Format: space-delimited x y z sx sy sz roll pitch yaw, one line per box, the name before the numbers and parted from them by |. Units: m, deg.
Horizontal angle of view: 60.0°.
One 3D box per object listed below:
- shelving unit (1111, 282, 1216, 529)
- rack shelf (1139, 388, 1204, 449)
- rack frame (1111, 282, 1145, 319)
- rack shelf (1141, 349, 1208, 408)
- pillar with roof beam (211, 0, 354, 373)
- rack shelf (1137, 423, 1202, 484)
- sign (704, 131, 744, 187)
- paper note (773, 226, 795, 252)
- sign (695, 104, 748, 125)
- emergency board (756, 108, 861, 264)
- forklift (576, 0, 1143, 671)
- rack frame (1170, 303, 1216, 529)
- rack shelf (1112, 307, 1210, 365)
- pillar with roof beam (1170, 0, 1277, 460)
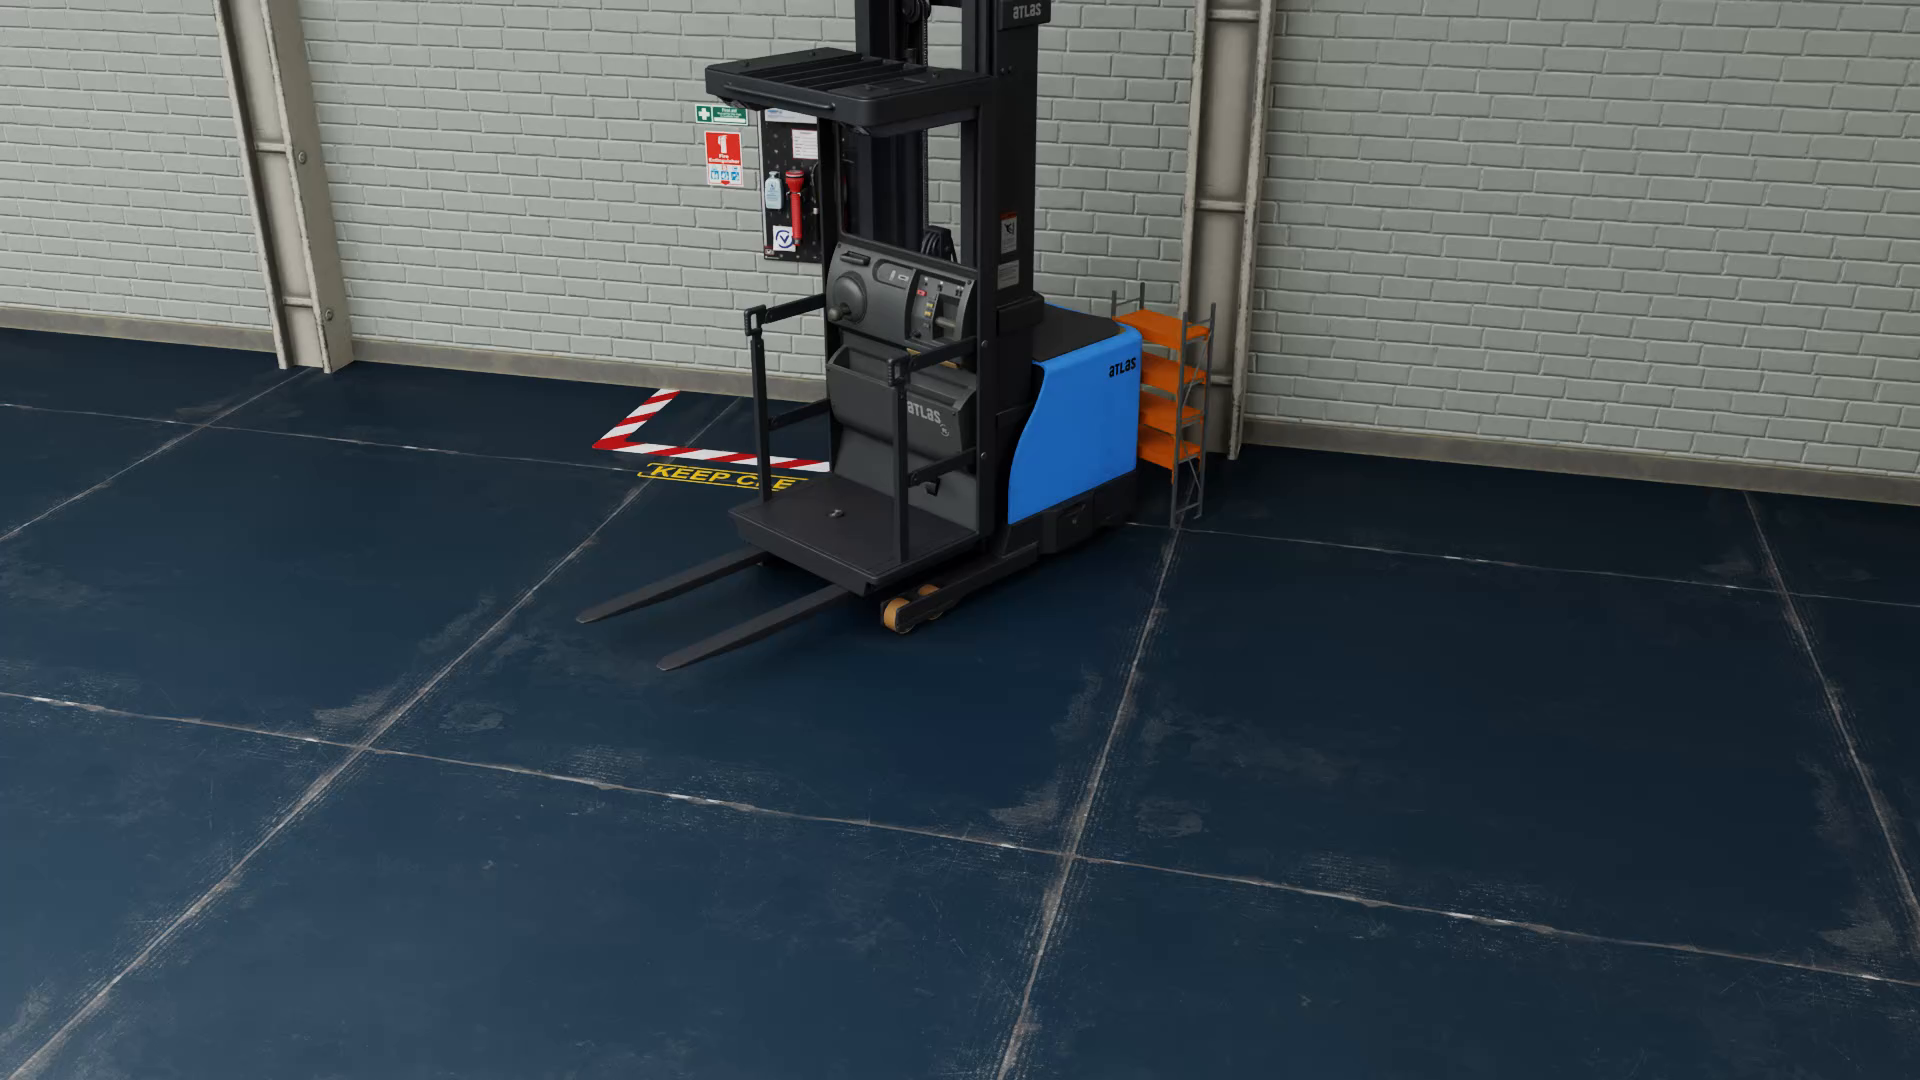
shelving unit | 1.052 -0.716 8.857 0.258 1.200 0.503 -21 33 -37
rack shelf | 1.052 -0.655 8.886 0.258 0.148 0.480 -21 33 -37
rack frame | 0.889 -0.793 9.021 0.240 1.200 0.015 -21 33 -37
rack shelf | 1.052 -0.857 8.790 0.258 0.148 0.480 -21 33 -37
pillar with roof beam | -5.418 -3.467 5.564 0.400 9.000 9.100 6 26 13
rack shelf | 1.052 -0.476 8.972 0.258 0.148 0.480 -21 33 -37
sign | -1.429 -2.307 10.065 0.234 0.329 0.001 6 26 13
paper note | -1.073 -1.839 10.148 0.142 0.148 0.016 6 26 13
sign | -1.427 -2.542 9.942 0.331 0.109 0.001 6 26 13
emergency board | -0.919 -2.189 9.858 0.643 1.169 0.194 6 26 13
forklift | -0.436 -1.132 7.718 1.130 2.935 3.031 23 34 39
rack frame | 1.216 -0.638 8.694 0.240 1.200 0.015 -21 33 -37
rack shelf | 1.052 -1.070 8.688 0.258 0.148 0.480 -21 33 -37
pillar with roof beam | 0.393 -2.825 4.215 0.400 9.000 9.100 6 26 13
